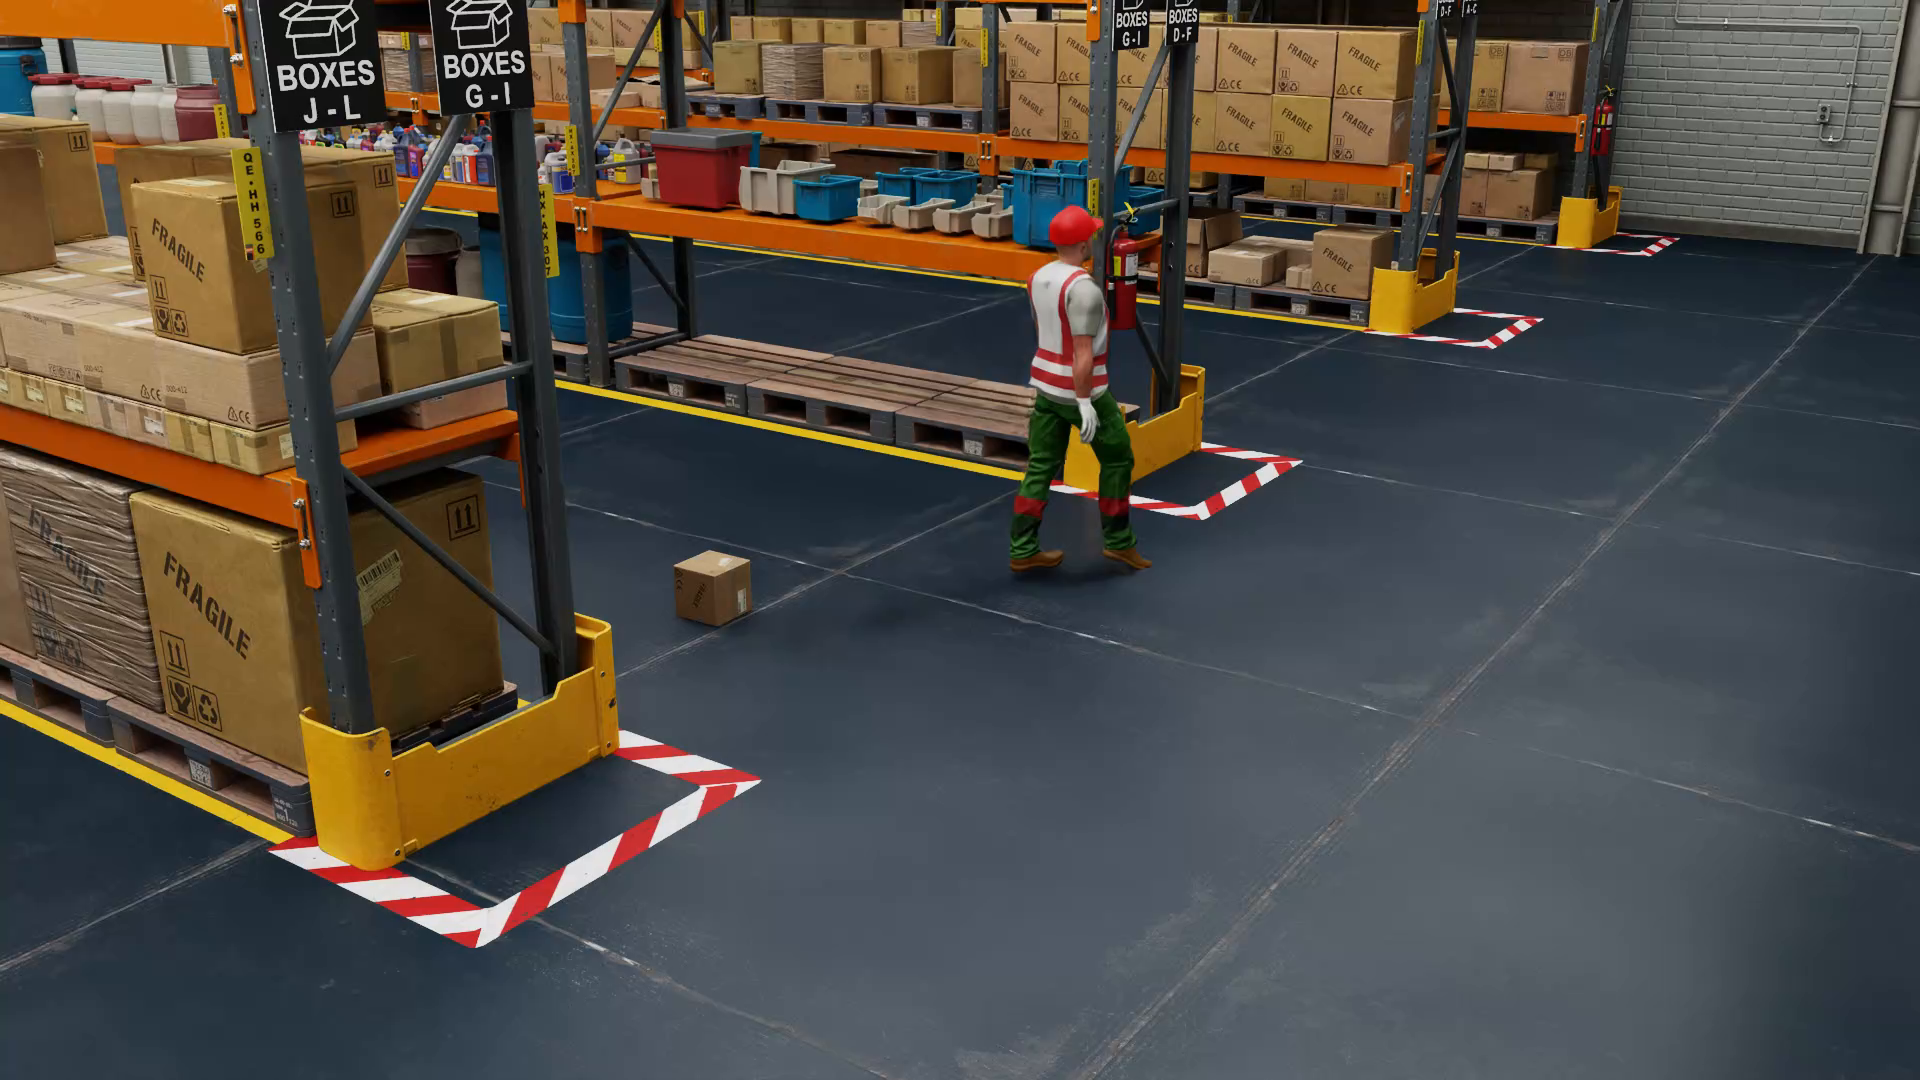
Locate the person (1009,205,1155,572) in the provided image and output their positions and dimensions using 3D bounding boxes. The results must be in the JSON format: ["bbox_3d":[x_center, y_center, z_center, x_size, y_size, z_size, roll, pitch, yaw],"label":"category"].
[{"bbox_3d":[0.584,-0.690,7.990,0.727,1.830,0.595,-13,24,-33],"label":"person"}]
